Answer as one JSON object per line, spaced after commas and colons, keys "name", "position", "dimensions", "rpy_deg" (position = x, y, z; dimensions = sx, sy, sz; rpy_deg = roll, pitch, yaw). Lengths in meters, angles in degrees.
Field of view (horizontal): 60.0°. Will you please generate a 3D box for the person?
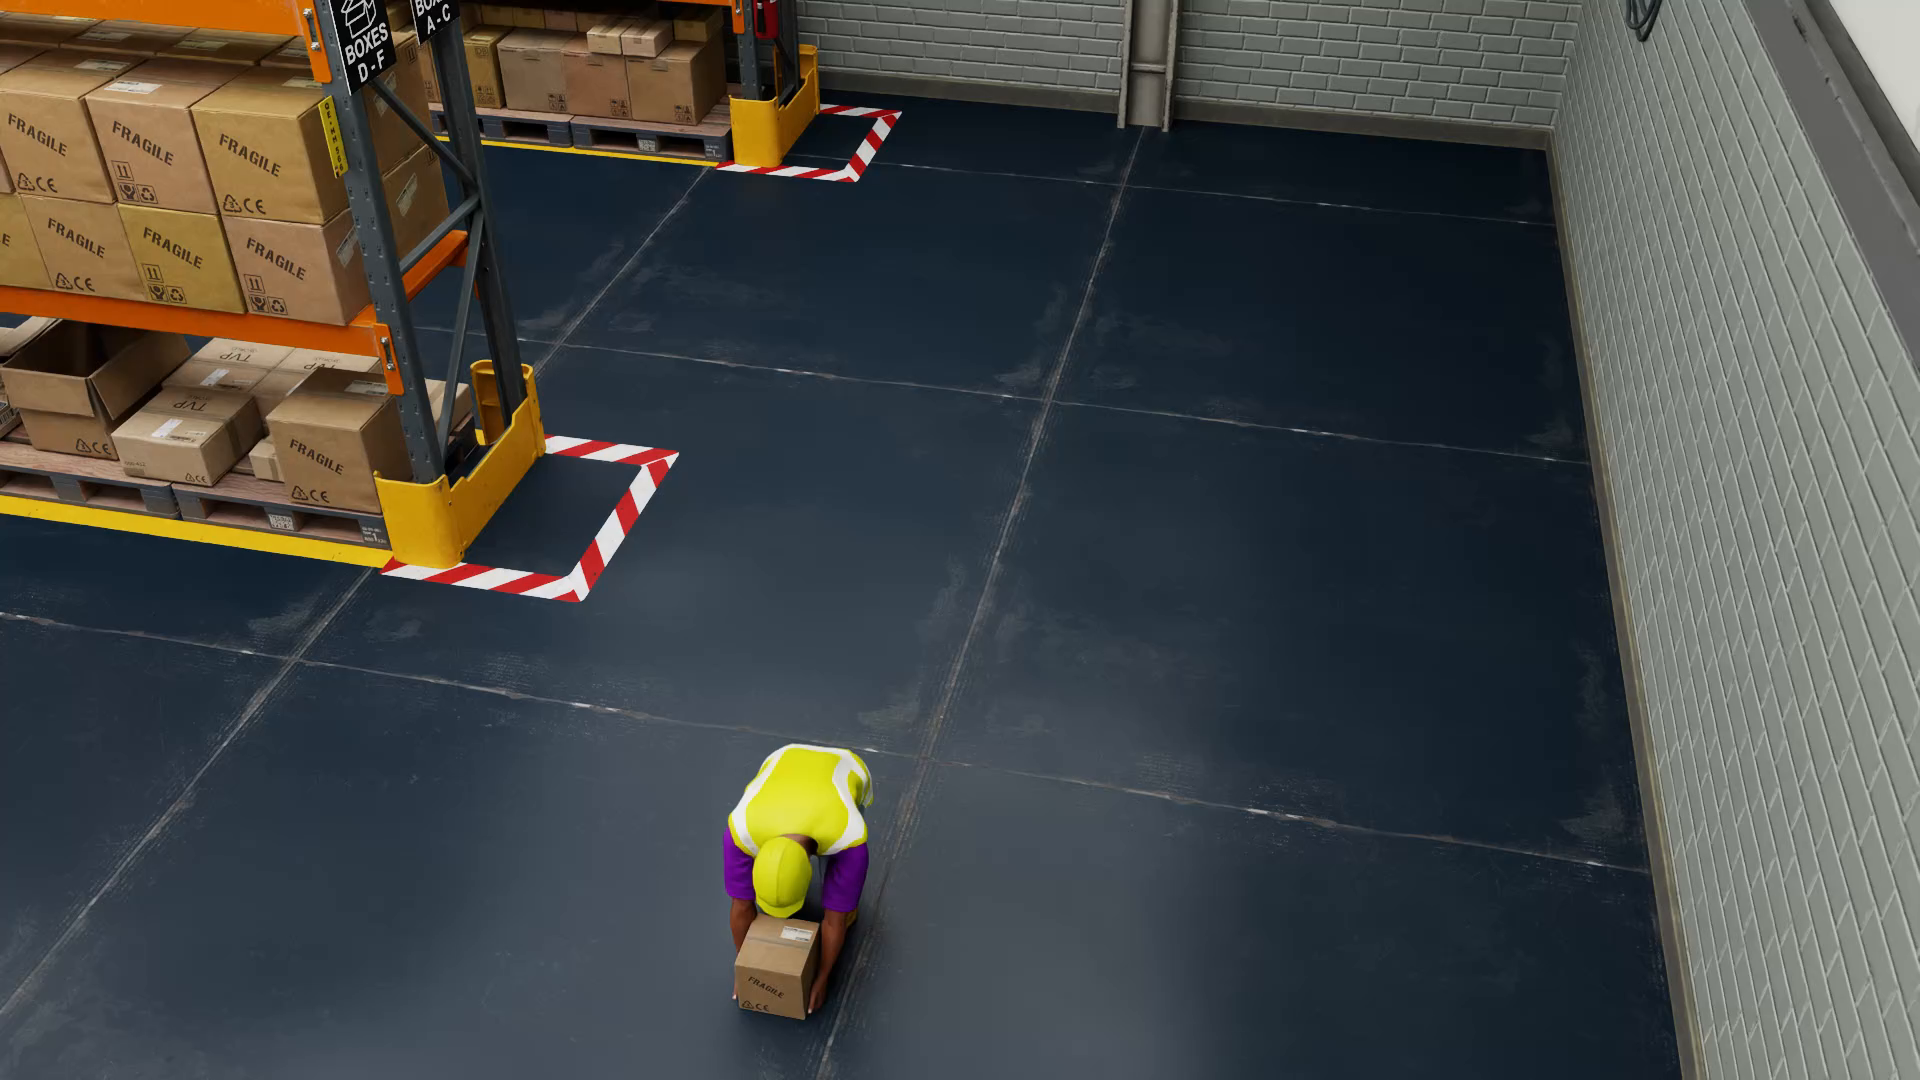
{"name": "person", "position": [-0.572, 1.198, 6.203], "dimensions": [0.541, 0.886, 0.934], "rpy_deg": [7, 37, 9]}
